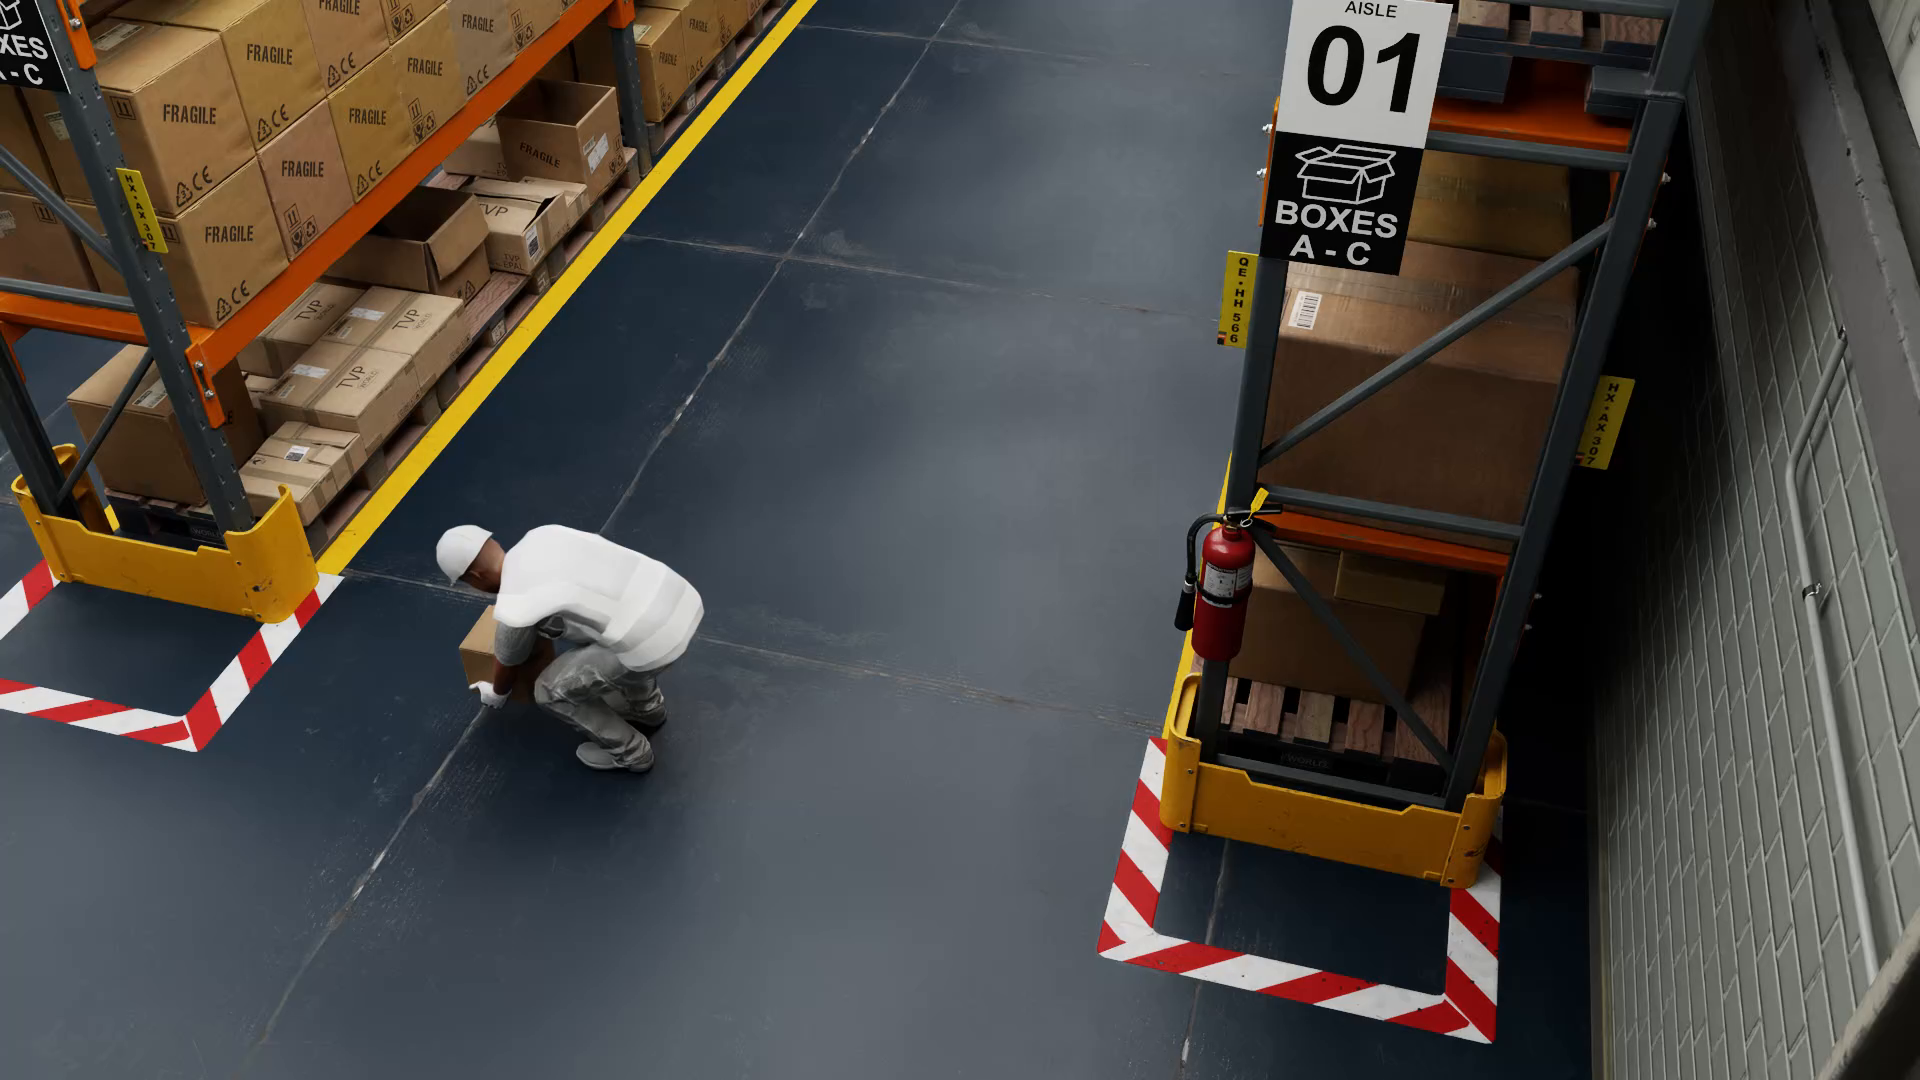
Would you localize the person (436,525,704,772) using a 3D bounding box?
[{"bbox_3d":[-1.448,0.393,6.293,0.954,0.994,0.542,9,41,10],"label":"person"}]
